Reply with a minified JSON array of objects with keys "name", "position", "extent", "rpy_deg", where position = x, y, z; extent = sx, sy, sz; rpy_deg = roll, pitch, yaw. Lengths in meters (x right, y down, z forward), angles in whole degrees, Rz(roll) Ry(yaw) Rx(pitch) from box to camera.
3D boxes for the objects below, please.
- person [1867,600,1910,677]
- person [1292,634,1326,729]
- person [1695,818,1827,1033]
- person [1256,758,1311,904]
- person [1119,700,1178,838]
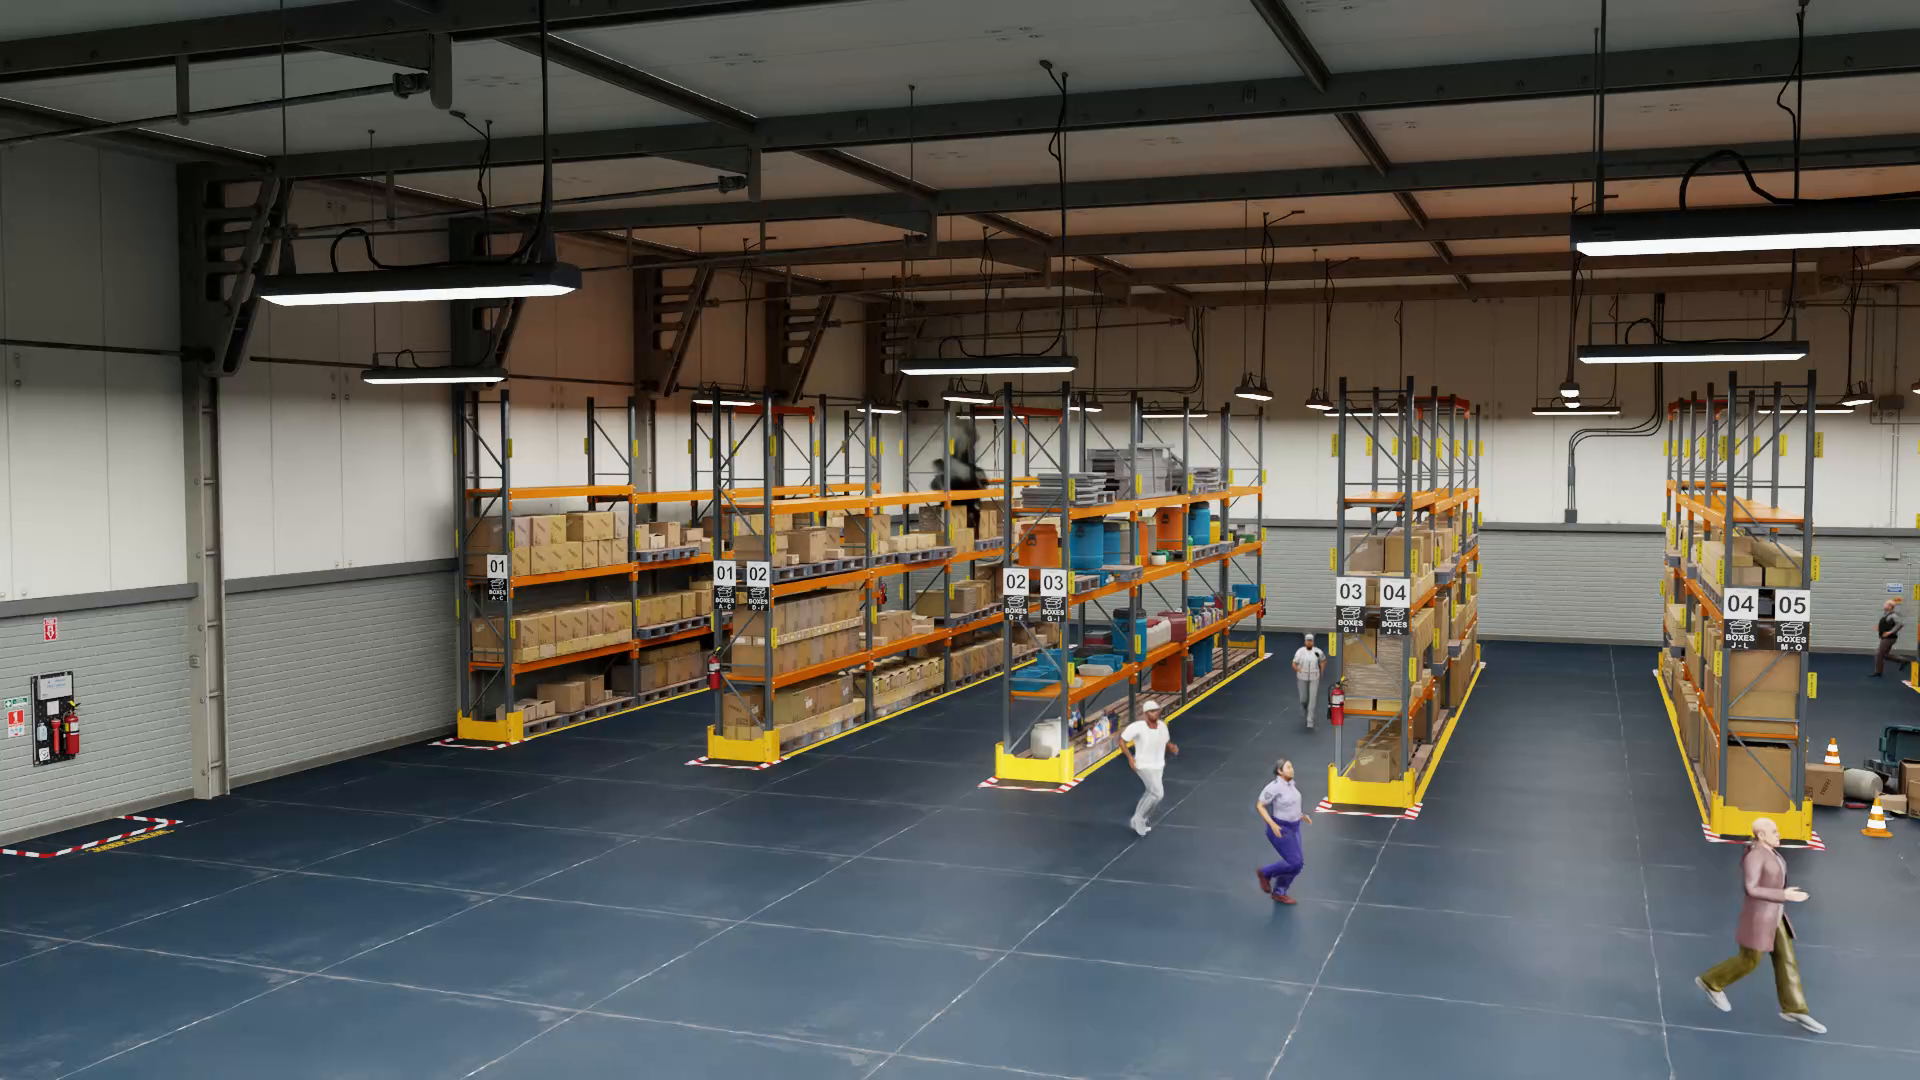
[{"name":"person","position":[20.307,2.167,36.306],"extent":[0.848,1.705,0.665],"rpy_deg":[1,3,17]},{"name":"person","position":[6.311,2.533,30.054],"extent":[0.607,1.648,0.849],"rpy_deg":[1,3,12]},{"name":"person","position":[6.936,3.293,14.411],"extent":[0.709,1.790,1.057],"rpy_deg":[-3,4,-44]},{"name":"person","position":[3.577,3.206,18.285],"extent":[0.547,1.590,0.607],"rpy_deg":[3,4,39]},{"name":"person","position":[2.485,2.950,21.473],"extent":[0.668,1.766,0.679],"rpy_deg":[-2,4,-37]}]
